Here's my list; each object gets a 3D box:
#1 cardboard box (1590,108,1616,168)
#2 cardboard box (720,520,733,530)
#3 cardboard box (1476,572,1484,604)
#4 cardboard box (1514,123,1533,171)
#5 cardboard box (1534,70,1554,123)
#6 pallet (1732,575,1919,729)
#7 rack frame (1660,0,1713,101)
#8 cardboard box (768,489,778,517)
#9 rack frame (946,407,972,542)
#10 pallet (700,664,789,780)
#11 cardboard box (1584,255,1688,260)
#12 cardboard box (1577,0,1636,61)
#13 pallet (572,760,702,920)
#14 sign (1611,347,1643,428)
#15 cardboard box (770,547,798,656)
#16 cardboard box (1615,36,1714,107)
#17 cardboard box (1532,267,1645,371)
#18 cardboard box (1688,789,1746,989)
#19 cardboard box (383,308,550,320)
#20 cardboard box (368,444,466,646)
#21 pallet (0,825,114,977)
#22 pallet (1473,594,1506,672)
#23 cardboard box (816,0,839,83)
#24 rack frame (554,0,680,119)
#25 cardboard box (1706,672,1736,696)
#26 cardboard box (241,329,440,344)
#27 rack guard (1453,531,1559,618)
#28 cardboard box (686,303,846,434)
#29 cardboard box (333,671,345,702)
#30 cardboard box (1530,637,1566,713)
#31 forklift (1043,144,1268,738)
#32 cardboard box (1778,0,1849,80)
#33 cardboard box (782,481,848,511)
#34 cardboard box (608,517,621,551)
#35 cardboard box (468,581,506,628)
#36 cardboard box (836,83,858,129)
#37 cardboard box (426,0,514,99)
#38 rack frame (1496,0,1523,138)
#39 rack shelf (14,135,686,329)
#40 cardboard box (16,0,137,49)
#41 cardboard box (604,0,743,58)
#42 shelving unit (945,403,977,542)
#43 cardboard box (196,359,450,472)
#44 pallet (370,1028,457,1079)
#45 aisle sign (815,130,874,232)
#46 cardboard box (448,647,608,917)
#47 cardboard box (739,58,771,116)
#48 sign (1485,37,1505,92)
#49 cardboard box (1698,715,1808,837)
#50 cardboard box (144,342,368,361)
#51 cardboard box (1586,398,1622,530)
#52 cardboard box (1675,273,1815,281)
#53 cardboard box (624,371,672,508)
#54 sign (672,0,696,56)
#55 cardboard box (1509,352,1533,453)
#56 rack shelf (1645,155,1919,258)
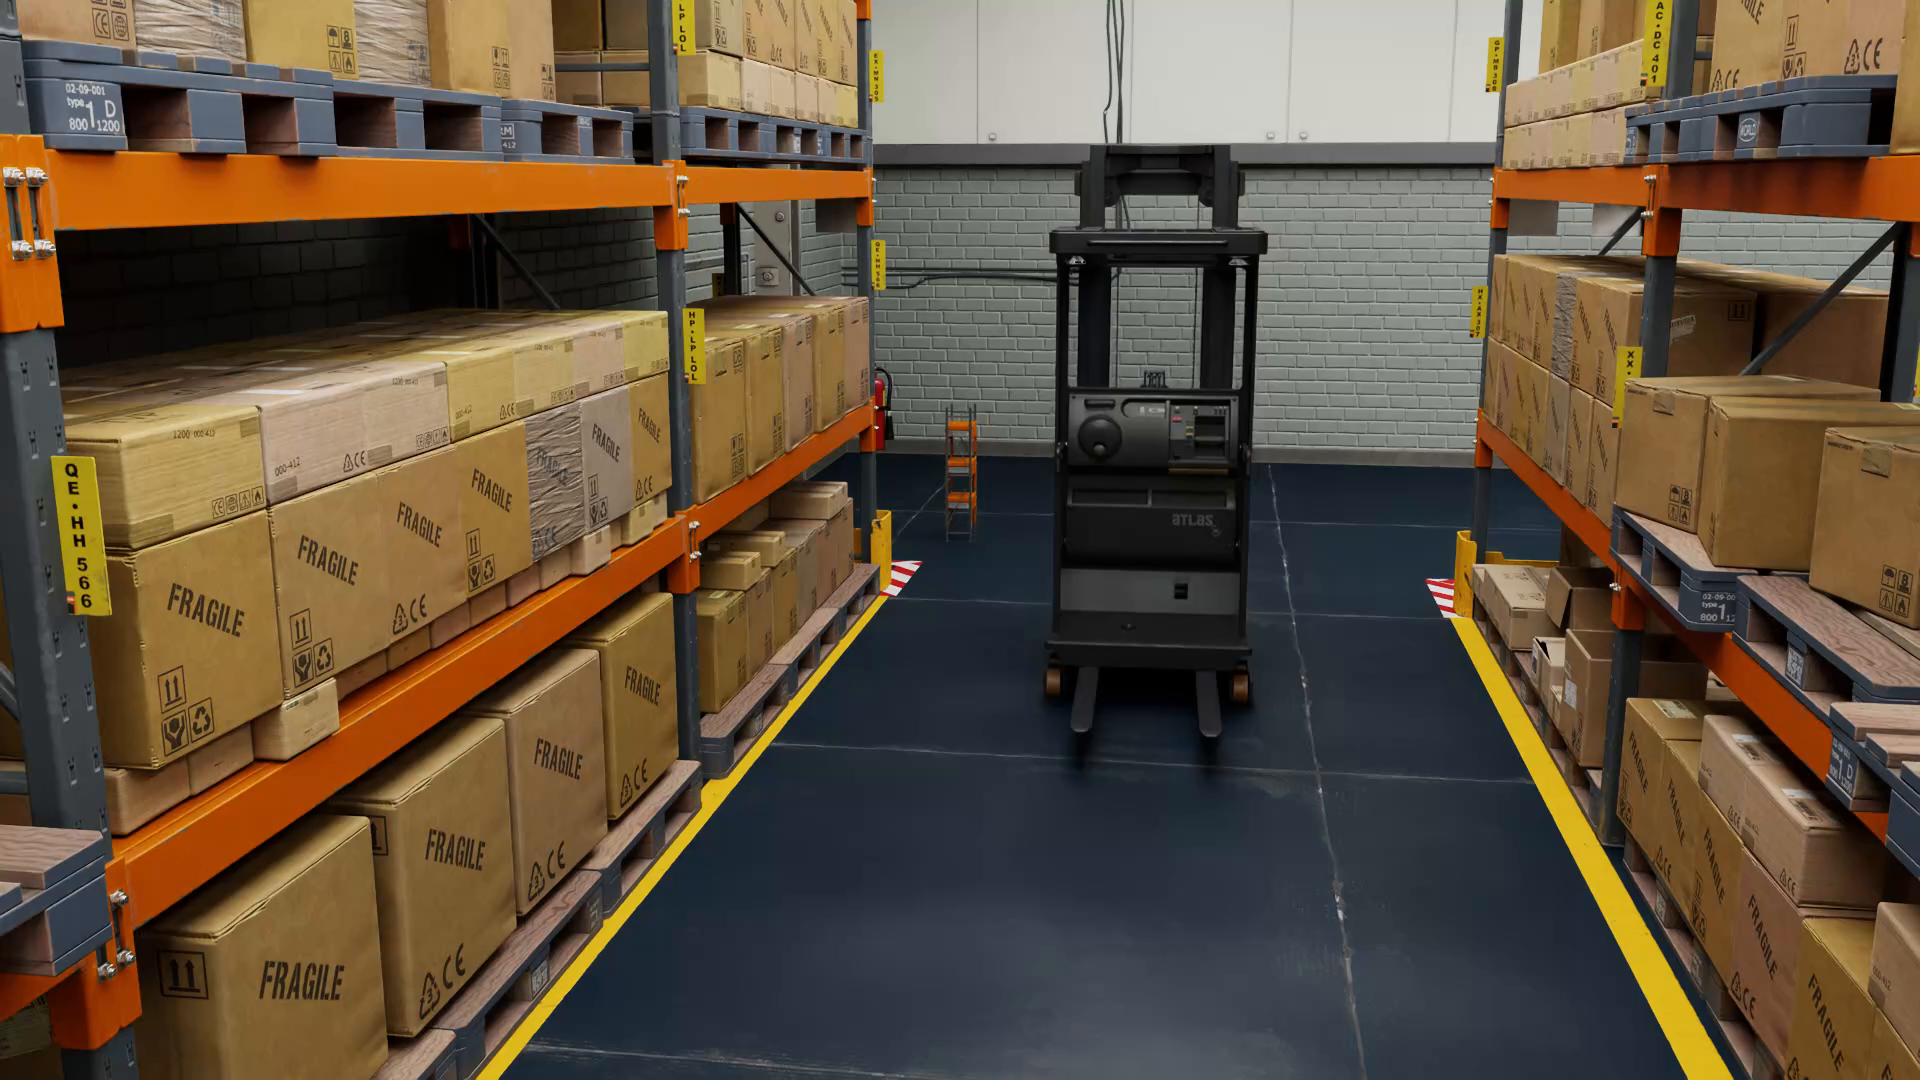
[{"bbox_3d":[3.102,-1.775,7.344,0.500,0.250,0.500,2,12,9],"label":"cardboard box"},{"bbox_3d":[-1.497,-0.028,9.399,0.380,0.149,0.250,2,12,8],"label":"cardboard box"},{"bbox_3d":[3.376,0.297,10.175,0.380,0.166,0.250,2,12,9],"label":"cardboard box"},{"bbox_3d":[3.398,-2.191,9.277,0.500,0.250,0.500,2,12,9],"label":"cardboard box"},{"bbox_3d":[3.328,-2.331,8.741,0.500,0.250,0.500,2,12,9],"label":"cardboard box"},{"bbox_3d":[2.882,0.353,4.689,1.003,0.211,1.213,2,12,9],"label":"pallet"},{"bbox_3d":[3.203,-3.101,6.021,1.000,3.000,0.127,2,12,9],"label":"rack frame"},{"bbox_3d":[-1.341,-0.239,10.379,0.380,0.149,0.250,2,12,9],"label":"cardboard box"},{"bbox_3d":[-0.011,-0.499,12.817,0.200,1.050,0.008,2,12,9],"label":"rack frame"},{"bbox_3d":[-1.498,0.880,8.411,1.003,0.211,1.213,2,12,9],"label":"pallet"},{"bbox_3d":[4.021,-1.437,9.930,0.500,0.500,0.500,2,12,8],"label":"cardboard box"},{"bbox_3d":[3.454,-2.587,8.148,0.700,0.500,0.500,2,12,9],"label":"cardboard box"},{"bbox_3d":[-1.737,1.198,6.931,1.003,0.211,1.213,2,12,9],"label":"pallet"},{"bbox_3d":[2.666,-0.607,6.636,0.100,0.325,0.005,2,12,9],"label":"sign"},{"bbox_3d":[-1.314,0.325,9.300,0.700,0.500,0.500,2,12,10],"label":"cardboard box"},{"bbox_3d":[3.009,-1.915,6.811,0.500,0.250,0.500,2,12,9],"label":"cardboard box"},{"bbox_3d":[3.257,-1.136,8.532,0.500,0.500,0.500,2,12,8],"label":"cardboard box"},{"bbox_3d":[2.732,1.147,5.441,0.500,0.500,0.500,2,12,9],"label":"cardboard box"},{"bbox_3d":[-2.021,-0.811,6.866,0.500,0.250,0.500,2,12,10],"label":"cardboard box"},{"bbox_3d":[-1.813,-0.004,4.901,0.500,0.500,0.500,2,12,8],"label":"cardboard box"},{"bbox_3d":[-2.312,0.750,2.846,1.213,0.211,1.003,2,12,9],"label":"pallet"},{"bbox_3d":[3.685,0.544,9.967,1.003,0.211,1.213,2,12,9],"label":"pallet"},{"bbox_3d":[-1.008,-2.909,9.594,0.500,0.500,0.500,2,12,10],"label":"cardboard box"},{"bbox_3d":[-1.692,-3.260,6.762,1.000,3.000,0.127,2,12,9],"label":"rack frame"},{"bbox_3d":[3.604,0.741,8.115,0.380,0.166,0.250,2,12,9],"label":"cardboard box"},{"bbox_3d":[-2.167,-0.597,5.875,0.500,0.250,0.500,1,12,7],"label":"cardboard box"},{"bbox_3d":[3.806,0.237,10.707,1.175,0.500,0.348,2,12,9],"label":"rack guard"},{"bbox_3d":[-1.247,-1.049,10.028,0.980,0.700,0.700,2,12,8],"label":"cardboard box"},{"bbox_3d":[-1.939,0.396,4.585,0.380,0.149,0.250,2,12,8],"label":"cardboard box"},{"bbox_3d":[3.126,0.647,8.207,0.500,0.311,0.500,2,12,9],"label":"cardboard box"},{"bbox_3d":[1.041,-0.629,8.953,1.130,2.935,3.031,1,12,7],"label":"forklift"},{"bbox_3d":[2.972,-1.695,5.147,0.600,0.600,0.600,2,12,8],"label":"cardboard box"},{"bbox_3d":[-0.926,-0.279,10.566,0.380,0.149,0.250,2,12,8],"label":"cardboard box"},{"bbox_3d":[-1.564,-0.029,6.559,0.380,0.149,0.250,2,12,10],"label":"cardboard box"},{"bbox_3d":[-1.756,0.183,5.574,0.380,0.149,0.250,2,12,10],"label":"cardboard box"},{"bbox_3d":[-0.928,-2.647,10.156,0.500,0.250,0.500,2,12,10],"label":"cardboard box"},{"bbox_3d":[-1.958,-1.760,5.640,0.700,0.500,0.500,2,12,8],"label":"cardboard box"},{"bbox_3d":[3.818,-3.933,9.885,1.000,3.000,0.127,2,12,9],"label":"rack frame"},{"bbox_3d":[-2.000,-1.026,5.222,1.077,0.370,4.000,2,12,9],"label":"rack shelf"},{"bbox_3d":[-2.291,-1.326,3.626,0.700,0.500,0.500,1,12,4],"label":"cardboard box"},{"bbox_3d":[-1.306,-2.481,7.607,0.500,0.500,0.500,2,12,8],"label":"cardboard box"},{"bbox_3d":[0.008,-0.524,12.934,0.215,1.050,0.252,2,12,9],"label":"shelving unit"},{"bbox_3d":[-1.828,-0.368,4.810,0.500,0.250,0.500,2,12,9],"label":"cardboard box"},{"bbox_3d":[-2.112,1.706,4.574,1.003,0.211,1.213,2,12,9],"label":"pallet"},{"bbox_3d":[-0.770,-2.436,11.008,0.394,0.787,0.004,2,12,9],"label":"aisle sign"},{"bbox_3d":[-1.798,0.842,6.070,0.750,0.750,0.750,2,12,10],"label":"cardboard box"},{"bbox_3d":[-1.233,-2.216,8.157,0.500,0.250,0.500,2,12,7],"label":"cardboard box"},{"bbox_3d":[3.282,-2.912,10.190,0.100,0.325,0.005,2,12,9],"label":"sign"},{"bbox_3d":[2.734,0.773,5.394,0.500,0.250,0.500,2,12,9],"label":"cardboard box"},{"bbox_3d":[-2.251,-0.489,5.371,0.500,0.250,0.500,2,12,7],"label":"cardboard box"},{"bbox_3d":[3.026,-0.329,7.164,0.500,0.500,0.500,2,12,10],"label":"cardboard box"},{"bbox_3d":[3.712,-1.009,7.945,0.500,0.500,0.500,2,12,7],"label":"cardboard box"},{"bbox_3d":[-1.514,-0.428,6.866,0.500,0.500,0.500,2,12,8],"label":"cardboard box"},{"bbox_3d":[-1.155,-2.185,6.918,0.100,0.325,0.005,2,12,9],"label":"sign"},{"bbox_3d":[3.335,-0.754,9.134,0.500,0.500,0.500,2,12,8],"label":"cardboard box"},{"bbox_3d":[2.895,-0.866,4.481,1.077,0.370,4.000,2,12,9],"label":"rack shelf"}]
